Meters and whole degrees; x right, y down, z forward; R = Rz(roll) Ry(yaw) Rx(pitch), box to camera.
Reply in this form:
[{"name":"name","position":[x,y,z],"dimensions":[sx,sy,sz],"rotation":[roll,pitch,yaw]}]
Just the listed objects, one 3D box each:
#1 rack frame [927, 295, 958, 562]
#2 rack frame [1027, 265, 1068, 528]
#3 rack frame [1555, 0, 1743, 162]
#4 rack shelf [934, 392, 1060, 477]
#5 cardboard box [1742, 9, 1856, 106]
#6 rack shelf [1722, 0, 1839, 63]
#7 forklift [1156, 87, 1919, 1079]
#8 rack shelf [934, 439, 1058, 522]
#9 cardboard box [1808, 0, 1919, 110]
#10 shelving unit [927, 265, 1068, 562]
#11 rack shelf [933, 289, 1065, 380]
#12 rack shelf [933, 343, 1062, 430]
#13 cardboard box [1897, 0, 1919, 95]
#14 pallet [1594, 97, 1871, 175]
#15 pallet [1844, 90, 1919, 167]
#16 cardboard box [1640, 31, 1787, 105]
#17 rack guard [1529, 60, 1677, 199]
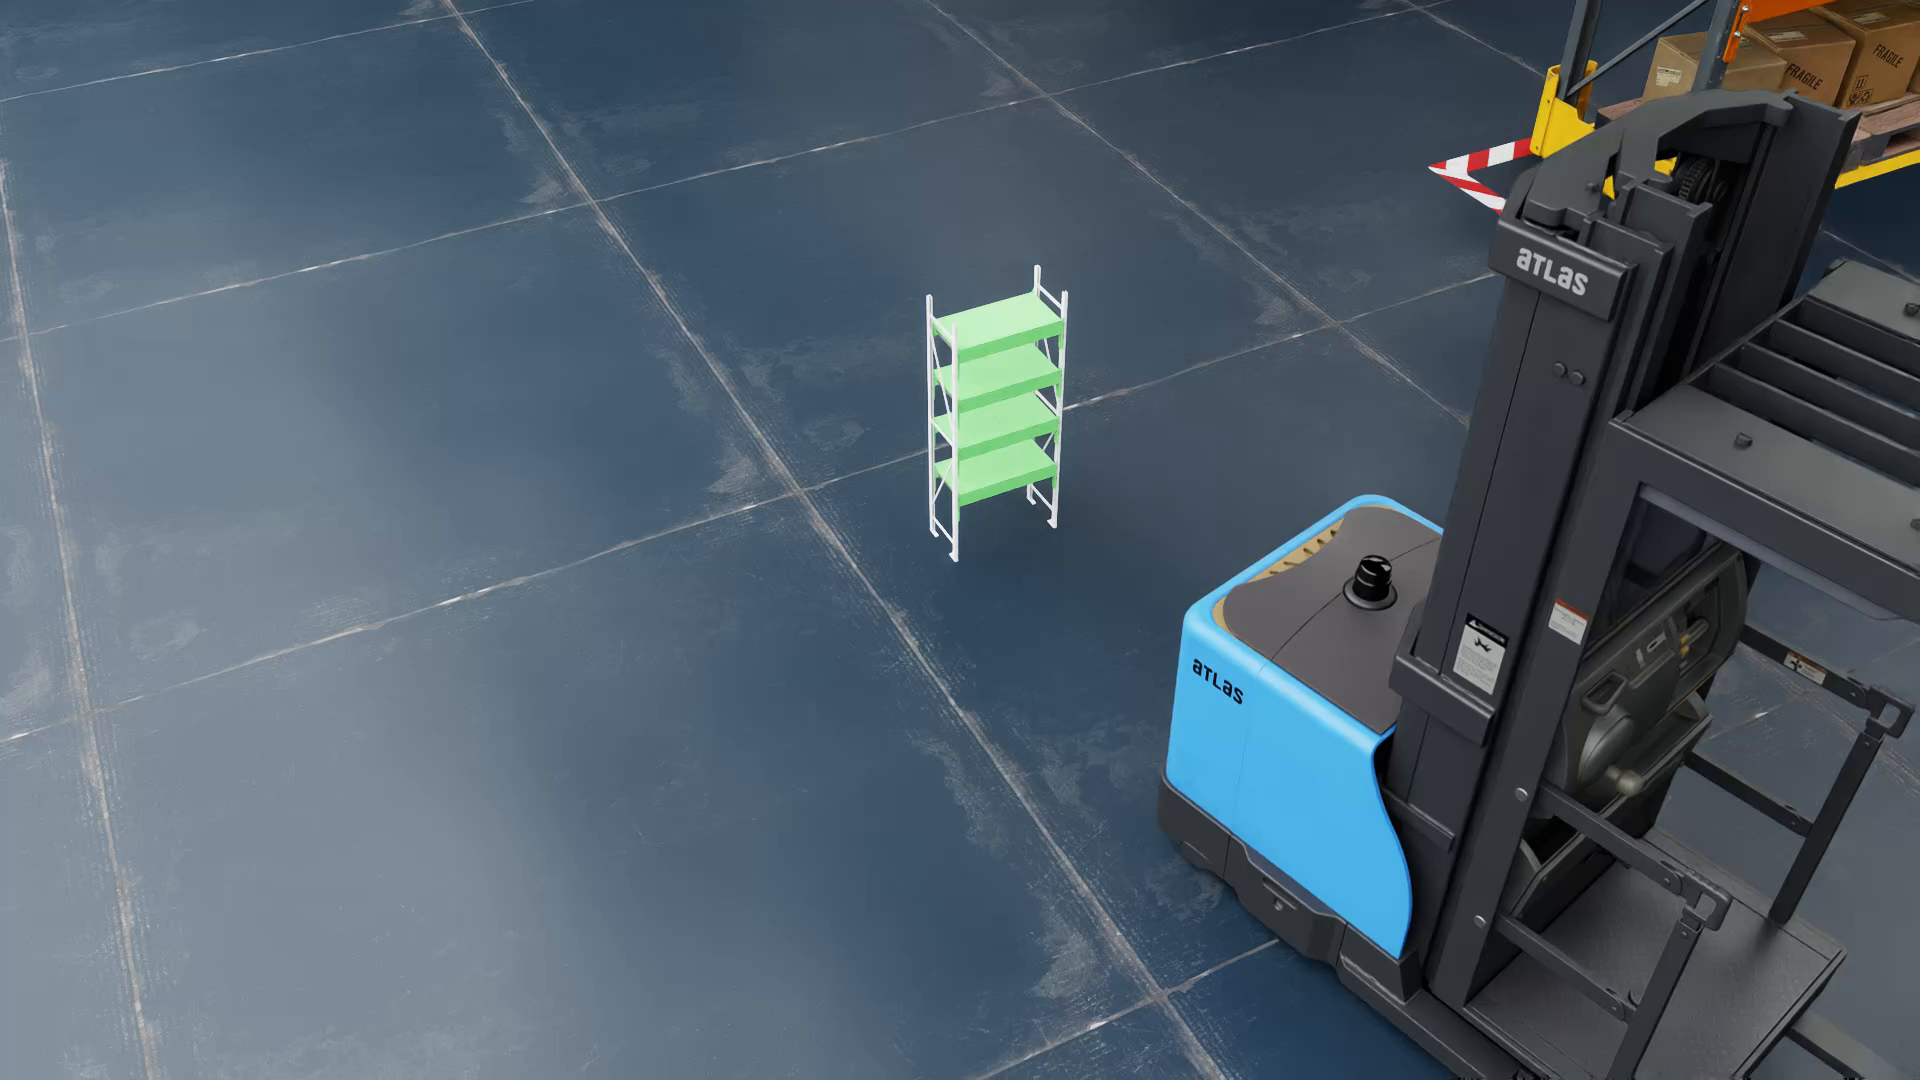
[{"name":"rack frame","position":[-0.070,-0.435,6.835],"dimensions":[0.015,1.200,0.240],"rotation":[-19,44,-21]},{"name":"rack frame","position":[0.363,-0.580,7.007],"dimensions":[0.015,1.200,0.240],"rotation":[-19,44,-21]},{"name":"rack frame","position":[3.769,-3.212,8.722],"dimensions":[0.127,3.000,1.000],"rotation":[-19,44,-21]},{"name":"rack shelf","position":[0.147,-0.459,6.962],"dimensions":[0.480,0.148,0.258],"rotation":[-19,44,-21]},{"name":"cardboard box","position":[4.845,-2.793,9.837],"dimensions":[0.500,0.500,0.500],"rotation":[-8,41,-9]},{"name":"rack shelf","position":[5.543,-3.534,9.660],"dimensions":[4.000,0.370,1.077],"rotation":[-19,44,-21]},{"name":"forklift","position":[2.056,0.435,4.468],"dimensions":[1.130,2.935,3.031],"rotation":[-30,49,-30]},{"name":"rack shelf","position":[0.147,-0.275,7.117],"dimensions":[0.480,0.148,0.258],"rotation":[-19,44,-21]},{"name":"cardboard box","position":[5.409,-2.969,10.045],"dimensions":[0.500,0.500,0.500],"rotation":[-15,42,-17]},{"name":"shelving unit","position":[0.147,-0.507,6.921],"dimensions":[0.503,1.200,0.258],"rotation":[-19,44,-21]},{"name":"rack shelf","position":[0.147,-0.825,6.652],"dimensions":[0.480,0.148,0.258],"rotation":[-19,44,-21]},{"name":"rack shelf","position":[0.147,-0.642,6.807],"dimensions":[0.480,0.148,0.258],"rotation":[-19,44,-21]},{"name":"cardboard box","position":[5.925,-3.109,10.211],"dimensions":[0.500,0.500,0.500],"rotation":[-22,45,-24]},{"name":"pallet","position":[4.574,-2.392,9.913],"dimensions":[1.213,0.211,1.003],"rotation":[-19,44,-21]},{"name":"pallet","position":[5.654,-2.754,10.340],"dimensions":[1.213,0.211,1.003],"rotation":[-19,44,-21]},{"name":"cardboard box","position":[4.331,-2.594,9.603],"dimensions":[0.500,0.500,0.500],"rotation":[-11,41,-13]},{"name":"rack guard","position":[3.837,-2.280,9.557],"dimensions":[0.348,0.500,1.175],"rotation":[-19,44,-21]}]
